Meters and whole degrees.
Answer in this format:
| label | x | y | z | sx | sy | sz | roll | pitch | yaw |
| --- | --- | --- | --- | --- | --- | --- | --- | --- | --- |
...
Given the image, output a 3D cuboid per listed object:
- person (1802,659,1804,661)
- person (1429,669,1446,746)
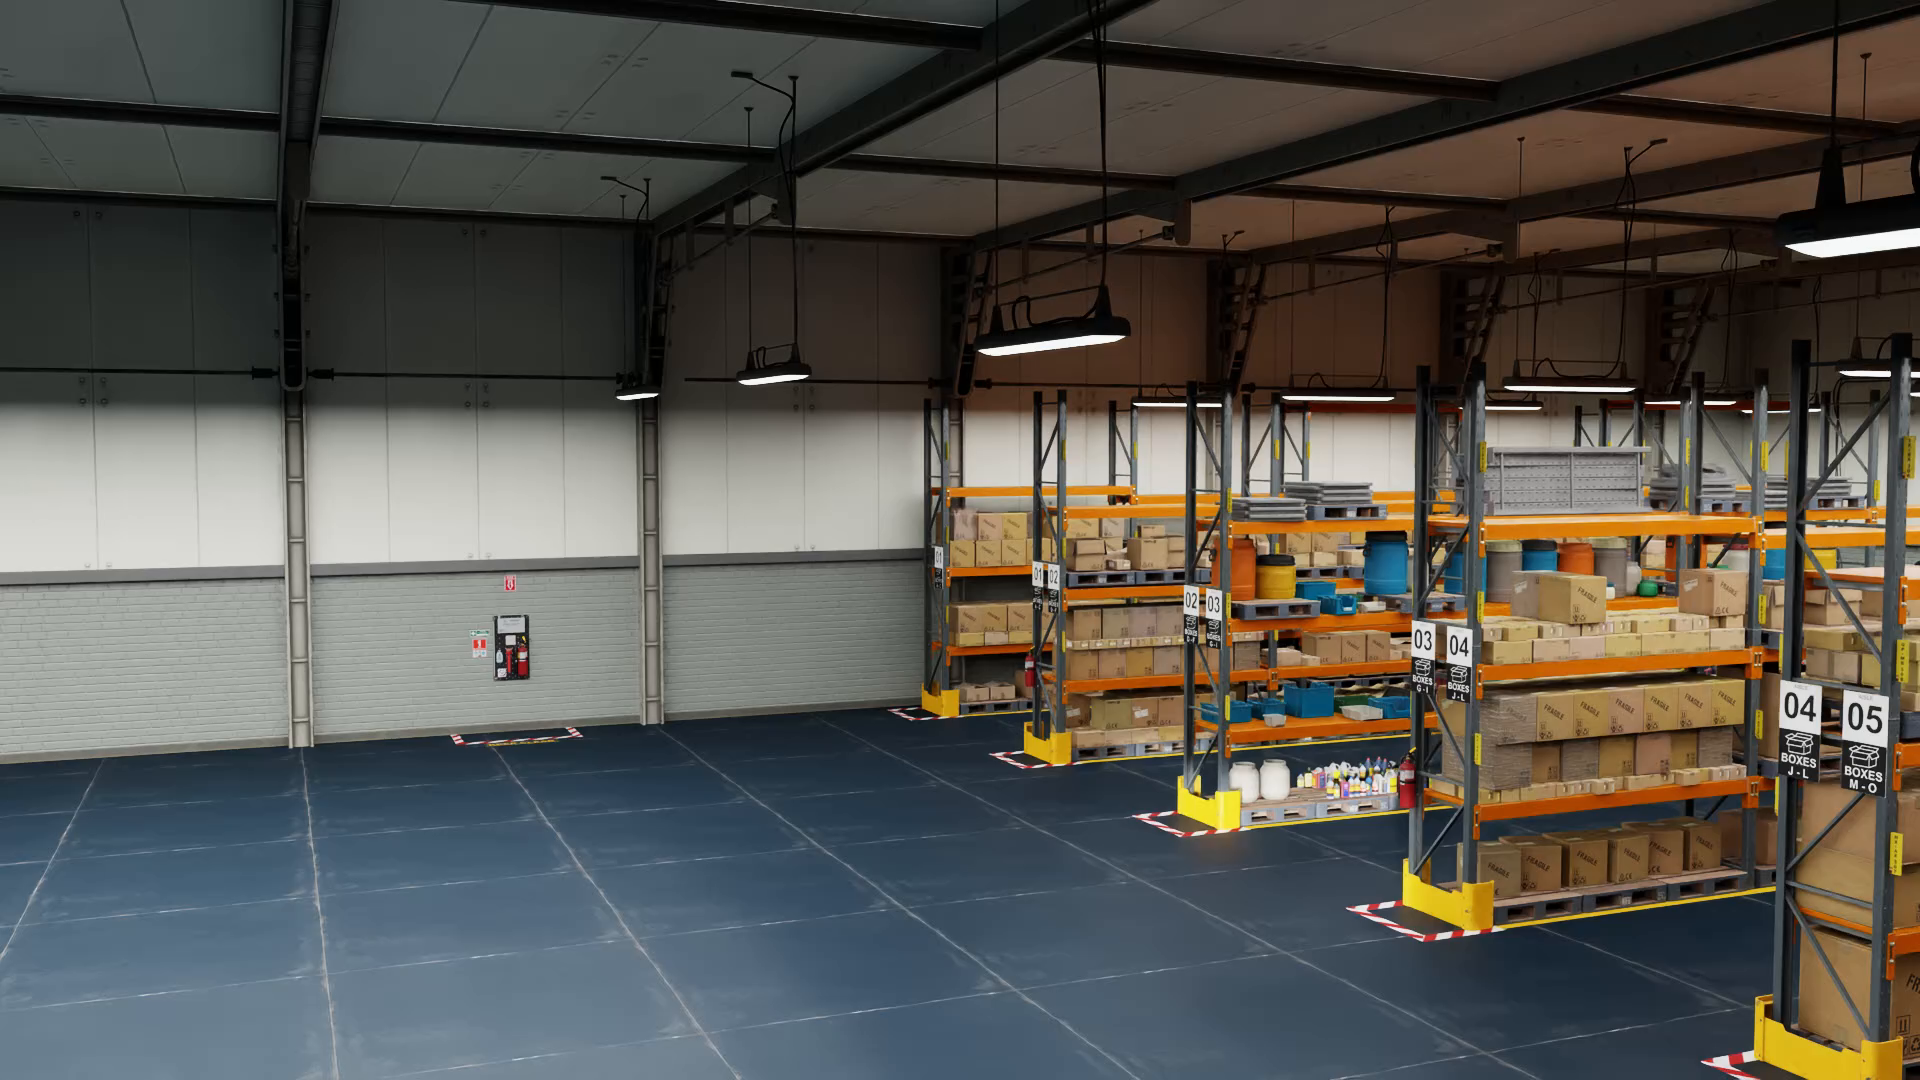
| label | x | y | z | sx | sy | sz | roll | pitch | yaw |
| --- | --- | --- | --- | --- | --- | --- | --- | --- | --- |
| person | 17.369 | 2.235 | 34.598 | 0.644 | 1.767 | 0.754 | 0 | 3 | -3 |
| person | 7.640 | 2.806 | 26.548 | 0.972 | 1.539 | 0.392 | -2 | 4 | -25 |
